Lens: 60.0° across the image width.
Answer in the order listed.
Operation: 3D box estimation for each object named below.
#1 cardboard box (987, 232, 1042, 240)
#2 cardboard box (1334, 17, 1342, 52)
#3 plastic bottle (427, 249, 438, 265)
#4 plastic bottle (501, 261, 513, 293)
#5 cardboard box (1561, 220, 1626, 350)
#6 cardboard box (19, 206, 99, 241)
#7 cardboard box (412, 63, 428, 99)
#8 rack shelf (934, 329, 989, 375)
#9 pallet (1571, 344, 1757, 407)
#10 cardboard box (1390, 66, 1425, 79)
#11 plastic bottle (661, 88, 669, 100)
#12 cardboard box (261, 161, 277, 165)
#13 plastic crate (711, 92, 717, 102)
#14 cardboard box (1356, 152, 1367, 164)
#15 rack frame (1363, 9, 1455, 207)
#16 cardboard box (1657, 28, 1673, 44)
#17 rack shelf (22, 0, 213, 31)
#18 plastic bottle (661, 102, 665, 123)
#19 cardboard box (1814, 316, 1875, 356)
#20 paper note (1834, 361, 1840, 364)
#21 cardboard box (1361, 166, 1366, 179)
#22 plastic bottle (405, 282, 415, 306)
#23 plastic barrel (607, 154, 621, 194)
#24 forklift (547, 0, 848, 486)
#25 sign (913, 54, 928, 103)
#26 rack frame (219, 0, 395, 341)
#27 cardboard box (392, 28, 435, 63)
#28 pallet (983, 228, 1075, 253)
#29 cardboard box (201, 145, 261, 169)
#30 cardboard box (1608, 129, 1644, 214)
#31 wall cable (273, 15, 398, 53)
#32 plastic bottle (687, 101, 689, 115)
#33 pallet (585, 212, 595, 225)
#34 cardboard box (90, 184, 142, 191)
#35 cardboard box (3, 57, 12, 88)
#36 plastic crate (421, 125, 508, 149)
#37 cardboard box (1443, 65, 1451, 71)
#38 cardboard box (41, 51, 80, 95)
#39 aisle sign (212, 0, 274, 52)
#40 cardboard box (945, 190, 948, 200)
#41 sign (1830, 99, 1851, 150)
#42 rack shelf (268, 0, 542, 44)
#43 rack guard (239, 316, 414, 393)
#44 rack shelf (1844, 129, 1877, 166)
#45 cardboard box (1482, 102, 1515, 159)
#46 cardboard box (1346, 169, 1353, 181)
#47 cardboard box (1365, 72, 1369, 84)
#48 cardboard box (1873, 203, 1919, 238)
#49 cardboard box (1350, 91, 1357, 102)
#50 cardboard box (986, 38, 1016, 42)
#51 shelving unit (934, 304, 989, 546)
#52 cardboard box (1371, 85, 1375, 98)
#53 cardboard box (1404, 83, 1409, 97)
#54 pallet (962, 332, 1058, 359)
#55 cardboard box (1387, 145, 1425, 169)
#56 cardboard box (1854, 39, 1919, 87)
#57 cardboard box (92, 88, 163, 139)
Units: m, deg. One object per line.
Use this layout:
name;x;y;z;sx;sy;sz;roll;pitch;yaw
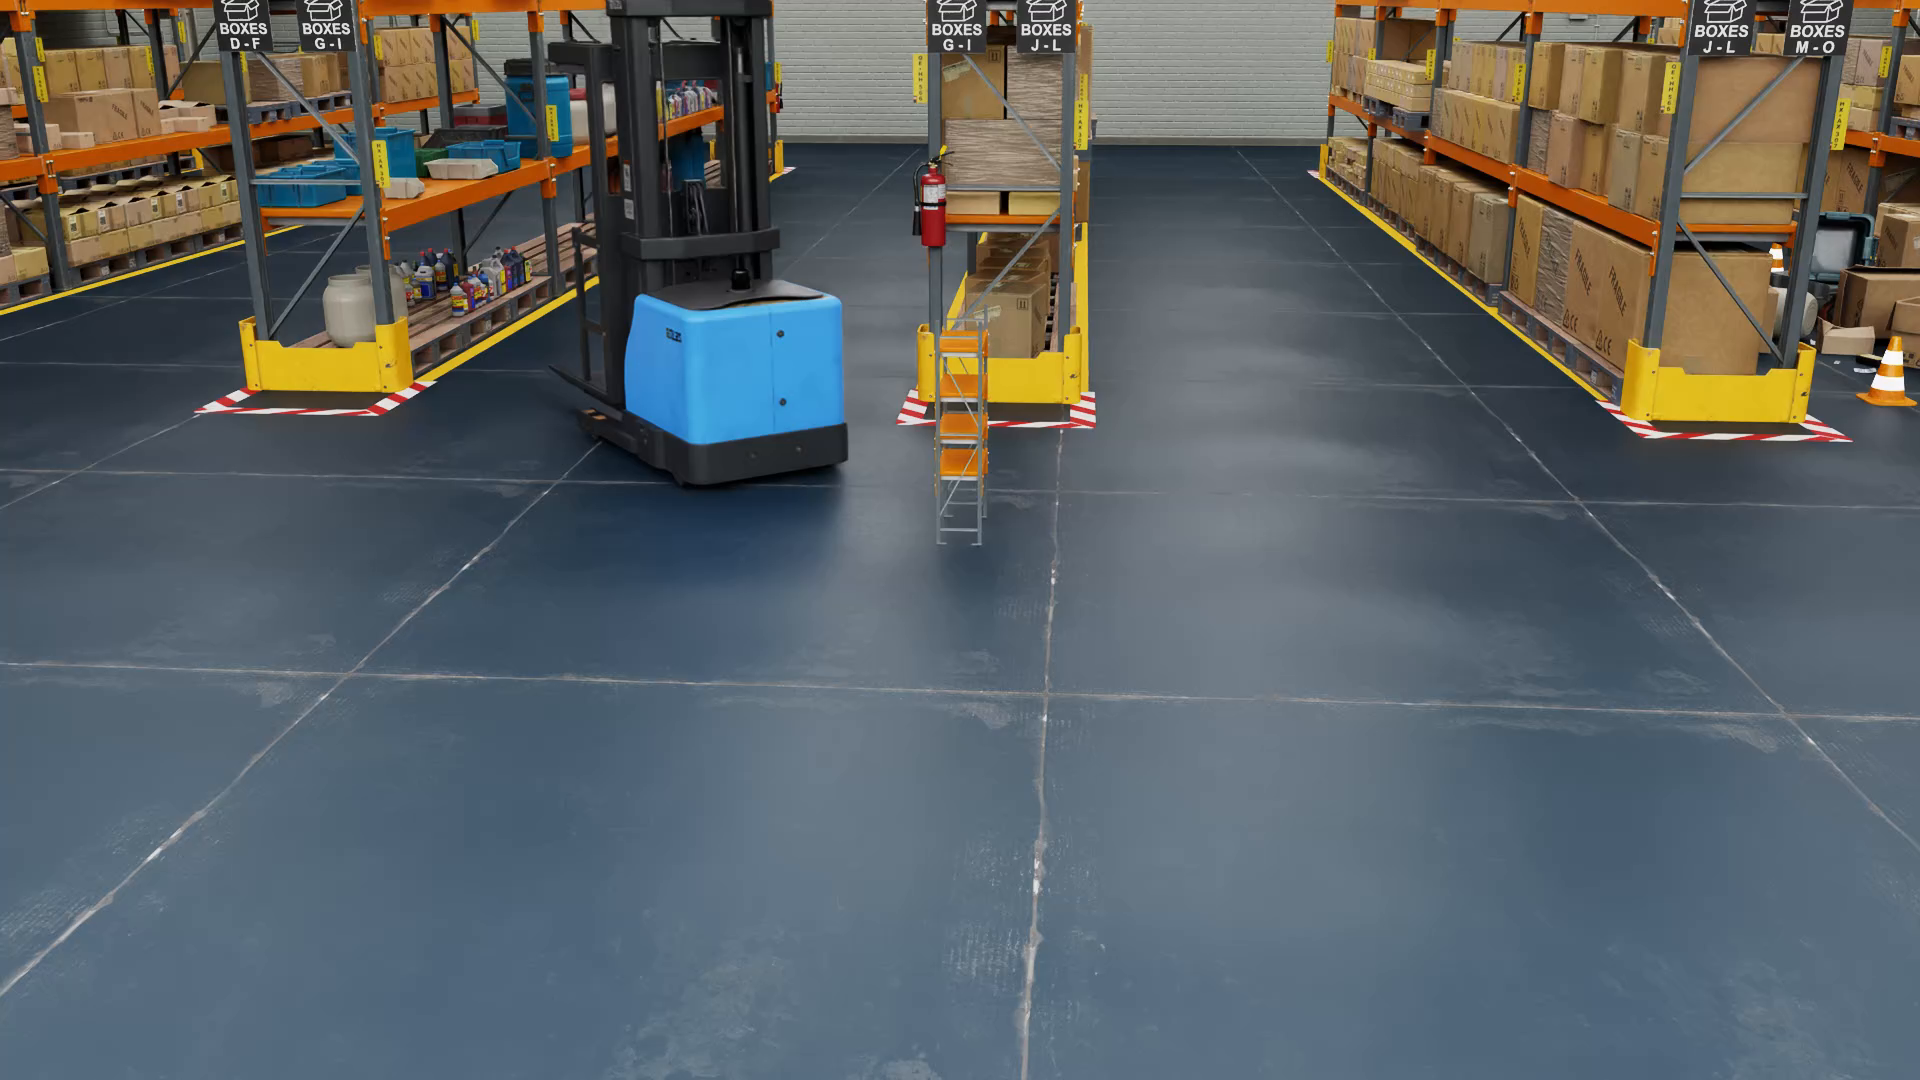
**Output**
cardboard box;0.501;-2.570;15.288;0.500;0.500;0.500;1;18;2
cardboard box;6.073;-7.797;25.656;0.500;0.500;0.500;1;18;4
plastic bottle;-4.842;-2.501;15.285;0.144;0.351;0.185;2;18;5
plastic bottle;-4.113;-2.393;15.063;0.061;0.283;0.133;3;18;8
cardboard box;5.267;-1.972;12.862;0.875;0.875;0.875;1;18;3
cardboard box;-9.033;-3.186;16.669;0.500;0.311;0.500;1;18;4
cardboard box;-8.357;-6.902;25.010;0.500;0.500;0.500;1;18;4
rack shelf;0.012;-0.995;8.771;0.258;0.148;0.480;1;18;4
pallet;5.202;-1.222;12.313;1.003;0.211;1.213;1;18;4
cardboard box;5.469;-5.708;20.301;0.380;0.149;0.250;2;18;7
plastic bottle;-3.777;-5.580;21.214;0.144;0.351;0.185;1;18;4
cardboard box;-9.154;-4.624;21.524;0.500;0.500;0.500;1;18;2
plastic crate;-3.621;-6.321;23.724;0.396;0.136;0.243;1;18;4
cardboard box;5.838;-5.425;23.612;0.380;0.149;0.250;1;18;3
rack frame;6.083;-6.024;22.490;1.000;3.000;0.127;1;18;4
cardboard box;10.996;-7.567;25.433;0.500;0.500;0.500;1;18;3
rack shelf;-9.168;-5.608;17.560;1.077;0.370;4.000;1;18;4
plastic bottle;-3.697;-5.246;20.315;0.152;0.276;0.135;1;18;4
cardboard box;7.223;-1.665;13.578;0.396;0.266;0.258;4;19;13
paper note;6.971;-1.412;13.216;0.032;0.001;0.123;12;22;32
cardboard box;5.789;-5.115;23.142;0.380;0.149;0.250;2;18;5
plastic bottle;-4.782;-2.133;14.402;0.097;0.201;0.097;0;18;0
plastic barrel;-4.066;-4.355;20.207;0.600;0.830;0.708;1;18;4
forklift;-1.902;-2.117;10.678;1.130;2.935;3.031;-11;21;-31
sign;-0.269;-3.158;11.377;0.100;0.325;0.005;1;18;4
rack frame;-4.657;-2.550;11.887;1.000;3.000;0.127;1;18;4
cardboard box;-8.313;-7.531;25.324;0.500;0.500;0.500;2;18;6
pallet;0.799;-3.356;18.826;1.003;0.211;1.213;1;18;4
cardboard box;-9.191;-4.837;20.970;0.500;0.250;0.500;2;18;6
cardboard box;5.222;-2.656;11.970;0.875;0.550;0.550;1;18;4
wall cable;-12.630;-10.864;32.613;3.097;2.526;0.112;1;18;4
plastic bottle;-3.573;-5.632;21.613;0.097;0.201;0.097;0;18;0
pallet;-4.069;-3.955;20.654;1.003;0.211;1.213;1;18;4
cardboard box;-9.423;-3.828;18.628;0.500;0.311;0.500;1;18;2
cardboard box;-13.487;-6.388;22.932;0.500;0.500;0.500;1;18;4
plastic crate;-4.535;-3.603;15.200;0.767;0.338;0.504;1;18;4
cardboard box;6.137;-5.769;20.486;0.380;0.149;0.250;1;18;3
cardboard box;-13.623;-6.808;24.402;0.980;0.700;0.700;2;18;5
aisle sign;-4.959;-3.769;11.434;0.394;0.787;0.004;1;18;4
cardboard box;0.082;-2.569;12.350;0.380;0.149;0.250;1;18;4
sign;5.776;-2.732;10.925;0.100;0.325;0.005;1;18;4
rack shelf;-4.514;-4.254;13.427;1.077;0.370;4.000;1;18;4
rack guard;-4.699;-1.386;12.351;1.175;0.500;0.348;1;18;4
rack shelf;10.884;-4.982;20.465;1.077;0.370;4.000;1;18;4
cardboard box;5.317;-3.912;15.883;0.500;0.500;0.500;1;18;3
cardboard box;5.845;-5.320;24.244;0.380;0.149;0.250;1;18;4
cardboard box;5.596;-6.133;22.075;0.380;0.149;0.250;2;18;5
cardboard box;10.690;-3.478;18.266;0.950;0.372;0.625;0;18;0
cardboard box;5.910;-6.486;24.302;0.380;0.149;0.250;2;18;5
cardboard box;0.188;-3.745;13.291;0.500;0.500;0.500;1;18;4
shelving unit;0.012;-0.622;8.893;0.258;1.200;0.503;1;18;4
cardboard box;5.560;-5.828;21.621;0.380;0.149;0.250;1;18;4
cardboard box;5.395;-5.250;19.378;0.380;0.149;0.250;2;18;6
pallet;0.382;-1.389;12.823;1.003;0.211;1.213;1;18;4
cardboard box;5.690;-4.845;21.026;0.500;0.250;0.500;2;18;6
cardboard box;10.517;-5.392;18.793;0.500;0.500;0.500;1;18;2
cardboard box;-9.128;-4.672;18.203;0.500;0.500;0.500;0;18;1
